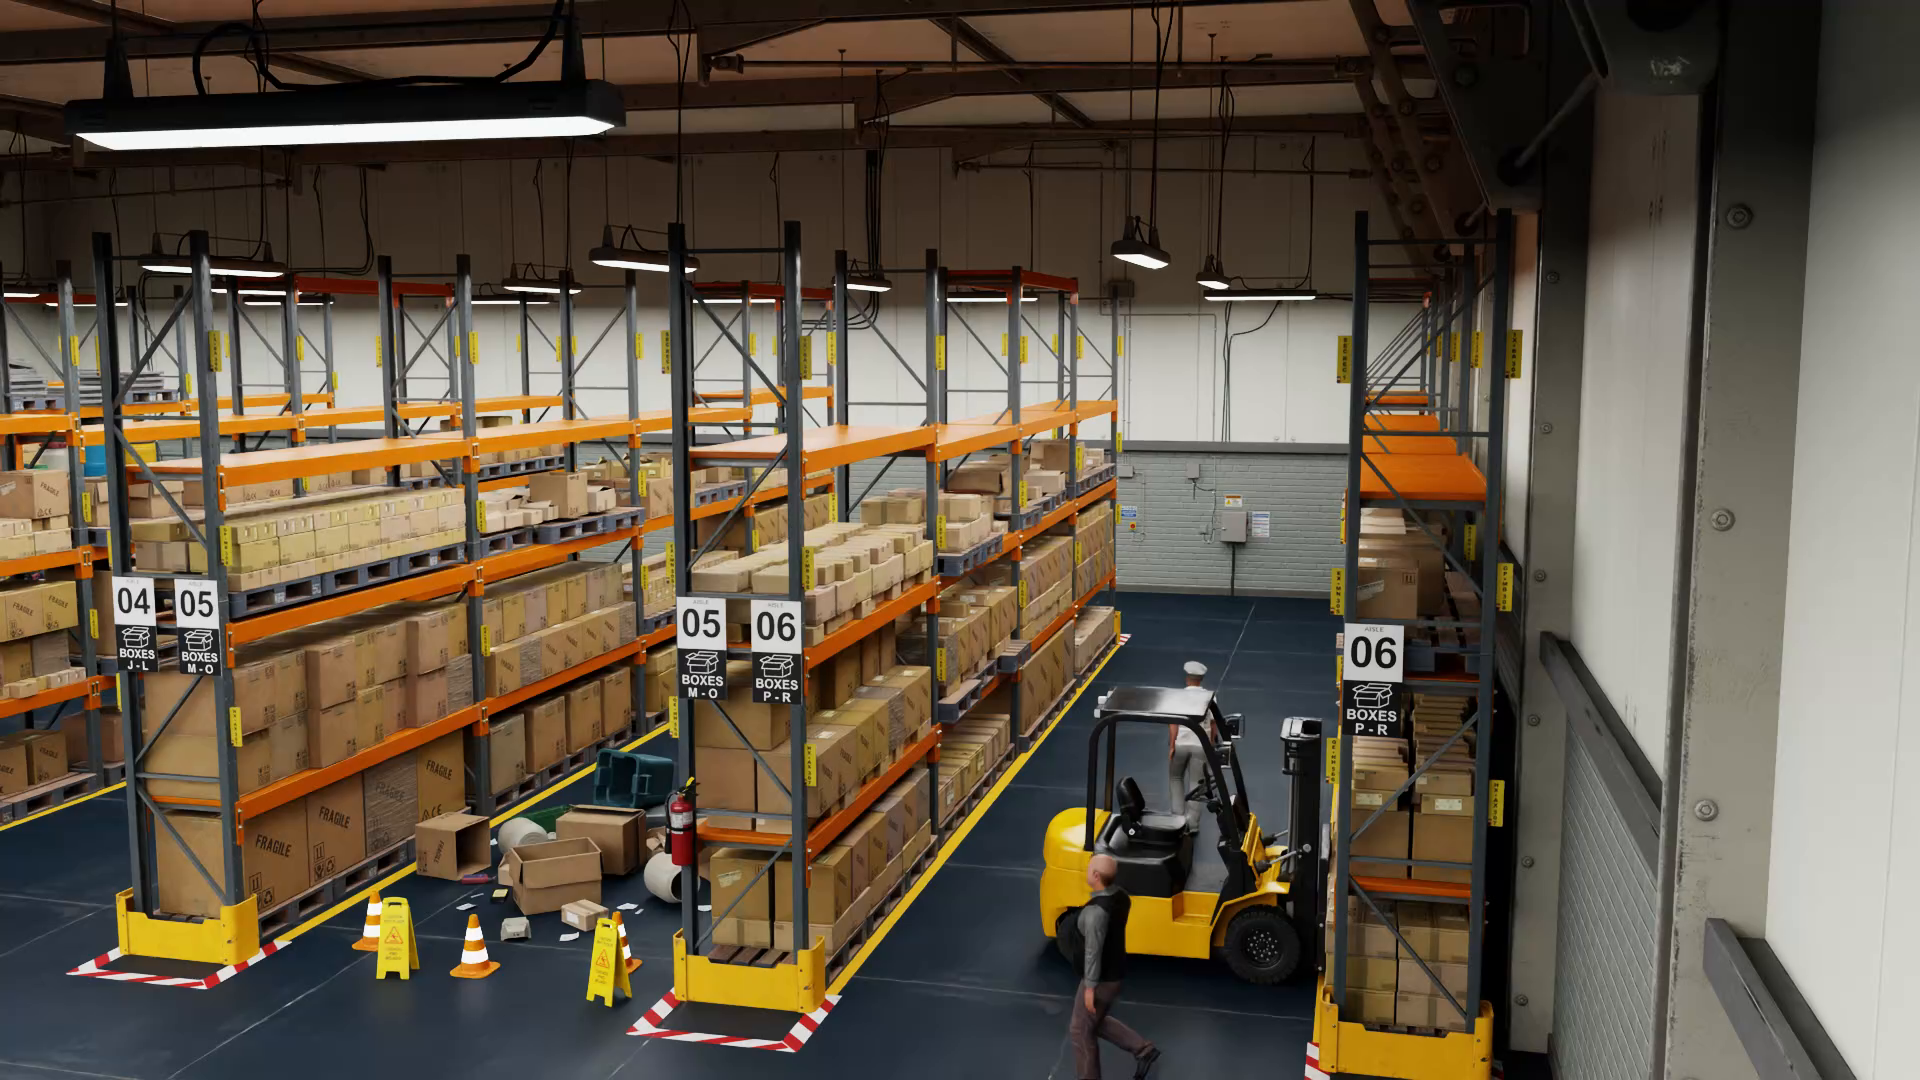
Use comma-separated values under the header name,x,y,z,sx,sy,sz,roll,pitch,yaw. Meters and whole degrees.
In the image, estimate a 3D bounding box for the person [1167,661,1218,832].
name,x,y,z,sx,sy,sz,roll,pitch,yaw
person,2.444,2.193,17.477,0.547,1.825,0.609,0,7,3

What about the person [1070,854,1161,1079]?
name,x,y,z,sx,sy,sz,roll,pitch,yaw
person,0.999,2.950,11.192,0.709,1.707,0.529,1,7,10
